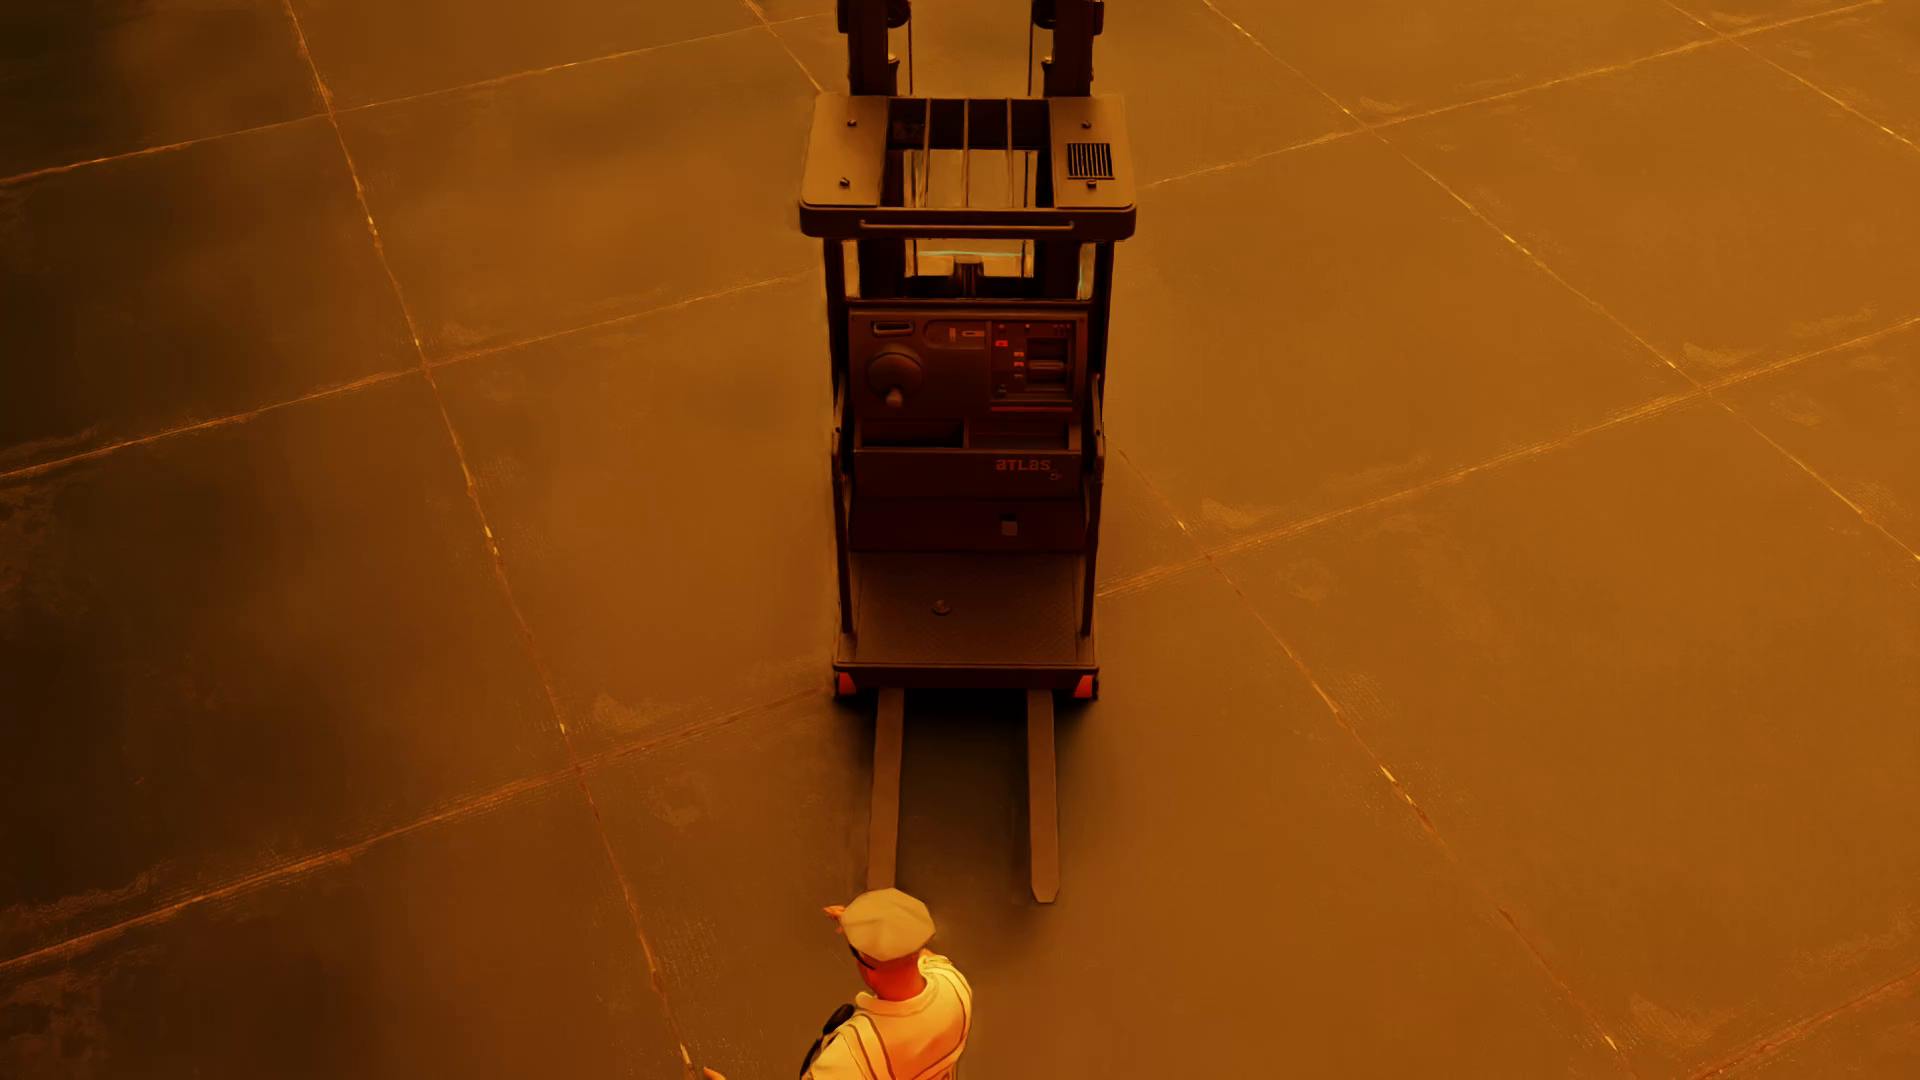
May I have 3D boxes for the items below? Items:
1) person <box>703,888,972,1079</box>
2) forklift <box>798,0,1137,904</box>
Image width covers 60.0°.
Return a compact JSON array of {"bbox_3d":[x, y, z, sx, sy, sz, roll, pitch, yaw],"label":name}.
[{"bbox_3d":[-0.343,1.568,4.996,0.781,1.560,0.894,33,52,30],"label":"person"},{"bbox_3d":[0.030,-0.617,6.341,1.130,2.935,3.031,1,43,1],"label":"forklift"}]
